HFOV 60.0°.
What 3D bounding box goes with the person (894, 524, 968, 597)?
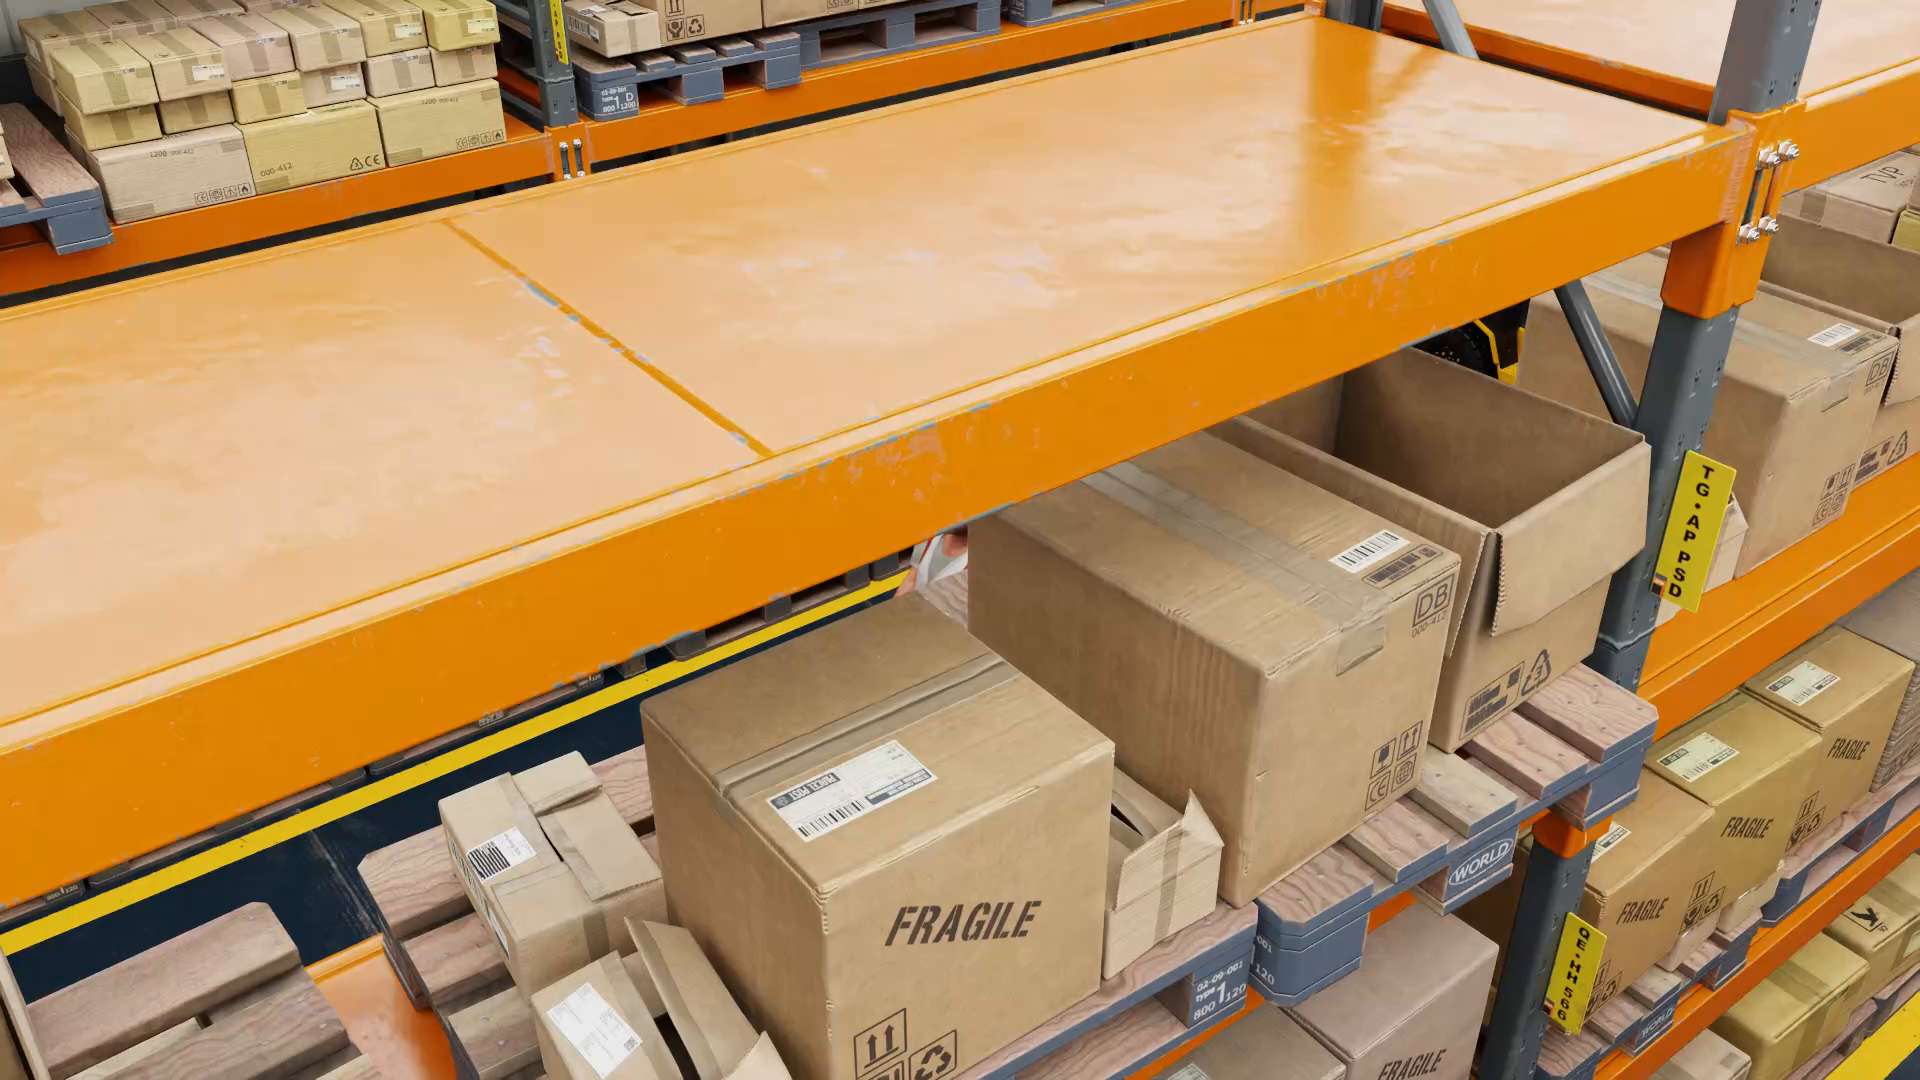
[{"bbox_3d":[-0.096,0.521,6.944,0.573,1.782,0.494,-22,38,-31],"label":"person"}]
